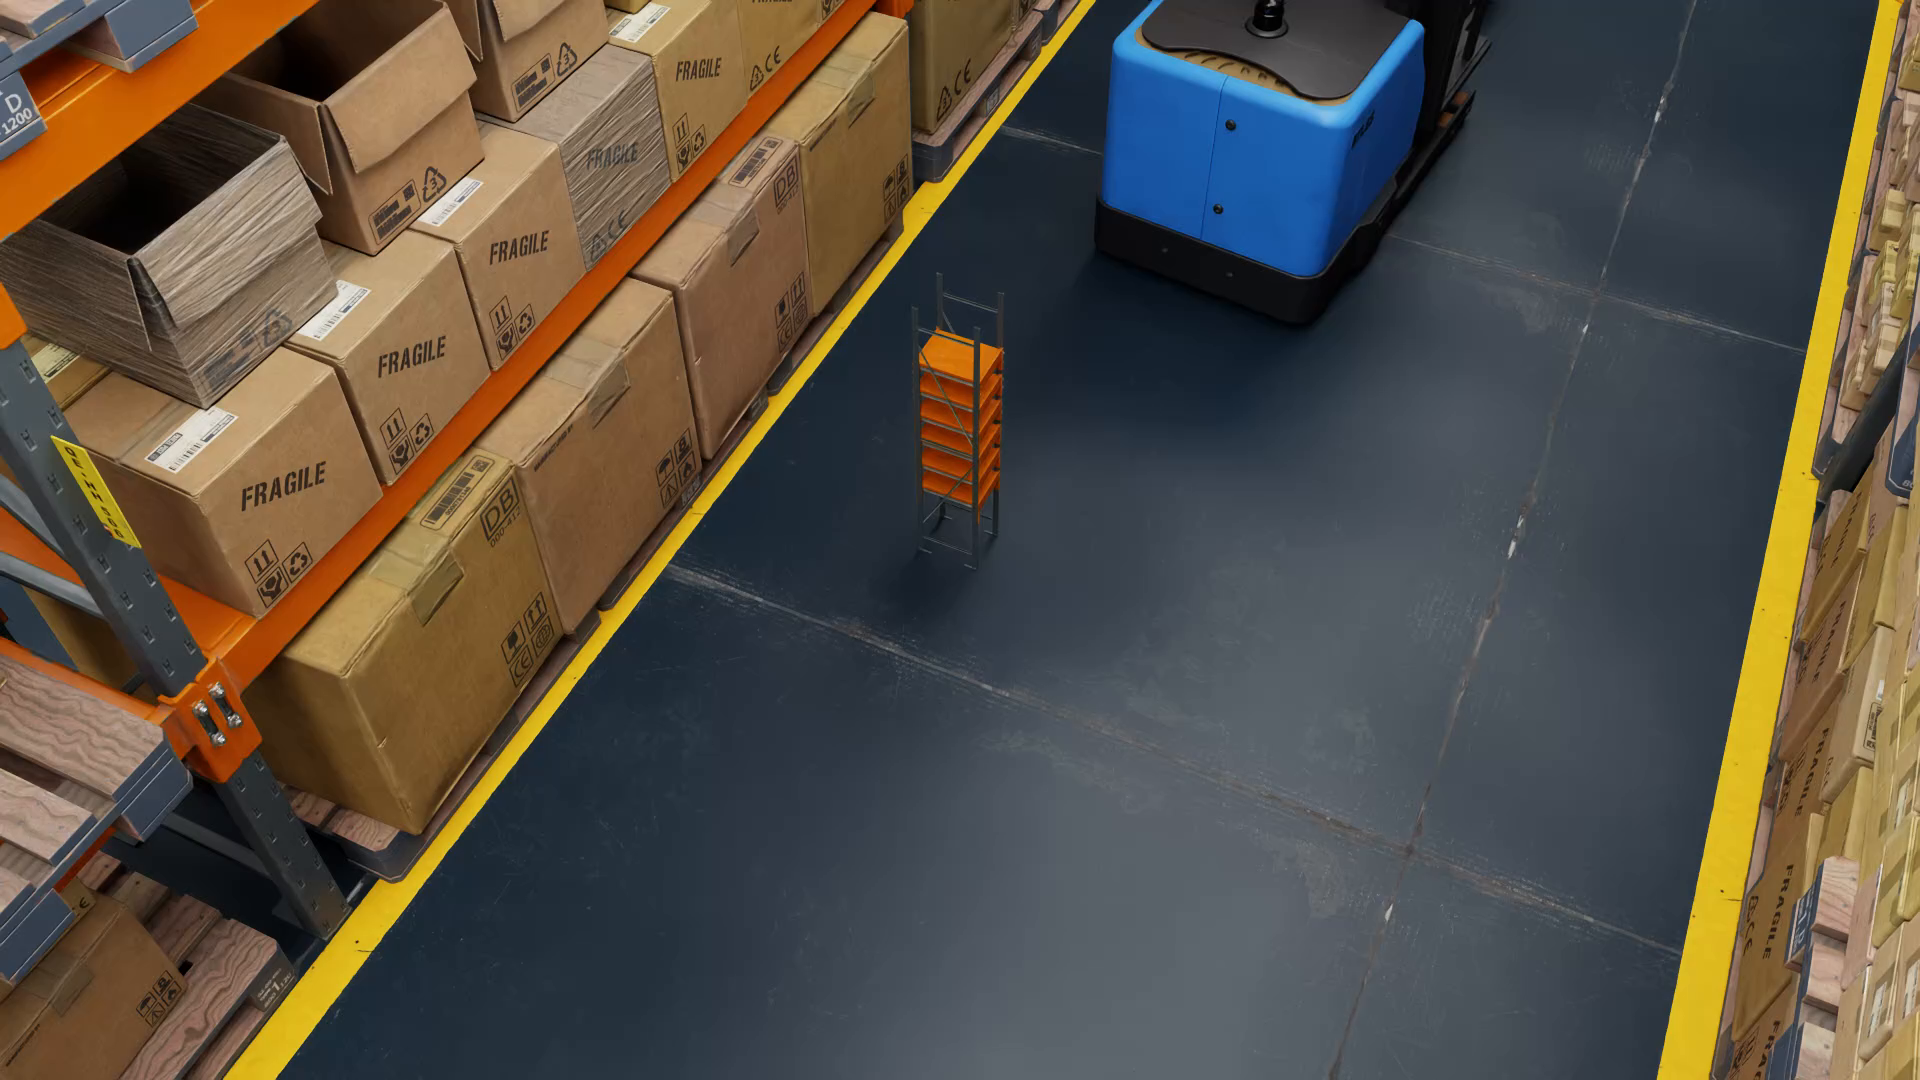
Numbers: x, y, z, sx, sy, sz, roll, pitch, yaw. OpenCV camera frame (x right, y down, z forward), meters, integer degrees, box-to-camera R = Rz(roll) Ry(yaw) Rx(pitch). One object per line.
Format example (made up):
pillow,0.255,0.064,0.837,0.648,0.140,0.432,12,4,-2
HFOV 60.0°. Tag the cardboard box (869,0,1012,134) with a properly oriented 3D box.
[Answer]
cardboard box,-0.332,-2.553,7.572,0.875,0.875,0.875,20,52,16

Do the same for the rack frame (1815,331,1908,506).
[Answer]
rack frame,3.755,-0.994,5.126,1.000,3.000,0.127,20,52,16

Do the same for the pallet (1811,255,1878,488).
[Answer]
pallet,4.010,-0.564,6.591,1.003,0.211,1.213,20,52,16

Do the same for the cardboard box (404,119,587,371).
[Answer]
cardboard box,-1.507,-0.911,4.990,0.500,0.500,0.500,19,52,15

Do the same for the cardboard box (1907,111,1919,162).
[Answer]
cardboard box,4.163,-1.650,6.890,0.380,0.149,0.250,18,52,15

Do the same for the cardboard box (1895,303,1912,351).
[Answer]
cardboard box,3.672,-0.728,6.106,0.380,0.149,0.250,21,53,17

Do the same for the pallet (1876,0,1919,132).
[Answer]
pallet,5.053,-2.244,8.021,1.003,0.211,1.213,20,52,16

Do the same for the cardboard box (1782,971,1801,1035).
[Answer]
cardboard box,2.307,1.284,4.061,0.500,0.250,0.500,20,53,17

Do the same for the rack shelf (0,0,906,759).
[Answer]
rack shelf,-1.541,-1.067,5.661,1.077,0.370,4.000,20,52,16

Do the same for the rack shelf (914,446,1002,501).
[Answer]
rack shelf,-0.006,-0.272,5.910,0.258,0.103,0.180,20,52,16

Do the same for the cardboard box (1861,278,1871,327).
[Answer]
cardboard box,3.856,-0.942,6.678,0.380,0.149,0.250,18,52,15

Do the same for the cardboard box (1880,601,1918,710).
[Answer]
cardboard box,2.394,0.335,3.884,0.380,0.149,0.250,21,53,17

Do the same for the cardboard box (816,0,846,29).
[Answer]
cardboard box,-0.639,-2.299,6.171,0.500,0.500,0.500,20,52,16

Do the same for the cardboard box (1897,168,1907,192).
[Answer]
cardboard box,4.229,-1.457,7.117,0.380,0.149,0.250,21,53,17

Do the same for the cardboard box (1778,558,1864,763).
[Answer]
cardboard box,2.975,0.468,5.248,0.500,0.500,0.500,22,53,18

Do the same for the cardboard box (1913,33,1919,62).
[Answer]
cardboard box,4.608,-2.271,7.613,0.380,0.149,0.250,21,53,17

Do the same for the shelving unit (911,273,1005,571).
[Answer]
shelving unit,-0.006,-0.379,5.785,0.258,1.200,0.189,20,52,16

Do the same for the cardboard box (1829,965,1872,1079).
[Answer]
cardboard box,1.949,1.046,3.279,0.380,0.149,0.250,20,52,16

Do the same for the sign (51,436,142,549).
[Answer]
sign,-1.900,-0.102,3.659,0.100,0.325,0.005,20,52,16

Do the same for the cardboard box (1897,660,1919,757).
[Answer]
cardboard box,2.284,0.412,3.624,0.380,0.149,0.250,19,52,16

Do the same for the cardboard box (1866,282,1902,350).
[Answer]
cardboard box,3.707,-0.813,6.373,0.380,0.149,0.250,18,52,14

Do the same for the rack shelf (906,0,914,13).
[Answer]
rack shelf,0.168,-3.821,8.004,1.077,0.370,4.000,20,52,16

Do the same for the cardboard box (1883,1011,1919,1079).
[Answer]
cardboard box,1.841,1.027,2.906,0.380,0.149,0.250,18,52,15

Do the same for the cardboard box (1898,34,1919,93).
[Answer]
cardboard box,4.605,-2.183,7.734,0.380,0.149,0.250,20,53,17

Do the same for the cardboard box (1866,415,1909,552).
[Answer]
cardboard box,3.201,-0.140,5.273,0.500,0.250,0.500,18,52,15

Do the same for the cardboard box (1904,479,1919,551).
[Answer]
cardboard box,2.618,-0.026,4.192,0.380,0.149,0.250,19,52,15

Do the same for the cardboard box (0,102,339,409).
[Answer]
cardboard box,-2.068,-0.778,4.219,0.797,0.503,0.637,21,53,17

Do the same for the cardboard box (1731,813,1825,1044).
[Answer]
cardboard box,2.528,1.171,4.650,0.500,0.500,0.500,18,52,14

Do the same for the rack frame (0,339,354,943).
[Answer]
rack frame,-2.395,0.077,4.215,1.000,3.000,0.127,20,52,16

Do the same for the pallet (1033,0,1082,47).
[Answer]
pallet,0.229,-3.115,8.762,1.003,0.211,1.213,20,52,16

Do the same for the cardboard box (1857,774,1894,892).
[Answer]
cardboard box,2.169,0.699,3.575,0.380,0.149,0.250,19,52,16

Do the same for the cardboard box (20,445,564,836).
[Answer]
cardboard box,-2.081,0.161,5.263,1.225,0.875,0.875,18,52,14

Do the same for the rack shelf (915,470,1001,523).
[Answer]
rack shelf,-0.006,-0.195,6.001,0.258,0.103,0.180,20,52,16

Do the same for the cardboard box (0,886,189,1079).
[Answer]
cardboard box,-2.663,1.213,4.601,0.700,0.500,0.500,17,52,14

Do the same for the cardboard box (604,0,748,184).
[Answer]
cardboard box,-1.074,-1.598,5.575,0.500,0.500,0.500,19,52,16

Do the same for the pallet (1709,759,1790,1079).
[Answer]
pallet,2.904,1.290,5.014,1.003,0.211,1.213,20,52,16

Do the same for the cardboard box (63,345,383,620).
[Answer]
cardboard box,-1.941,-0.201,4.386,0.500,0.500,0.500,21,53,17

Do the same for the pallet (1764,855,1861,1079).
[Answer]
pallet,2.255,1.297,3.302,1.213,0.211,1.003,20,52,16

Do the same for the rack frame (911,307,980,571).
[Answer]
rack frame,-0.045,-0.316,5.731,0.240,1.200,0.006,20,52,16

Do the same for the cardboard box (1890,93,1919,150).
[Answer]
cardboard box,4.397,-1.833,7.437,0.380,0.149,0.250,17,52,14

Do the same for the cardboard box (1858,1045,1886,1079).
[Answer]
cardboard box,1.846,1.121,3.020,0.380,0.149,0.250,21,53,17

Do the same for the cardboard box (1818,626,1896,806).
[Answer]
cardboard box,2.754,0.577,4.662,0.500,0.250,0.500,22,53,17

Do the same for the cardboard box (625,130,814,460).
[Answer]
cardboard box,-1.322,-1.062,6.303,1.225,0.875,0.875,18,52,15

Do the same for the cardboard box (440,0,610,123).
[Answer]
cardboard box,-1.507,-1.690,4.994,0.797,0.503,0.637,21,53,17

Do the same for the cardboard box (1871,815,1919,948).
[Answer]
cardboard box,2.068,0.755,3.332,0.380,0.149,0.250,21,53,17

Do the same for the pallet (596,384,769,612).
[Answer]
pallet,-1.468,-0.374,6.430,1.003,0.211,1.213,20,52,16

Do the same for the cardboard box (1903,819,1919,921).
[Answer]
cardboard box,2.062,0.674,3.206,0.380,0.149,0.250,21,53,17

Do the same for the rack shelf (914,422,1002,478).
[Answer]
rack shelf,-0.006,-0.350,5.818,0.258,0.103,0.180,20,52,16

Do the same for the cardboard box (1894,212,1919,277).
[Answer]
cardboard box,3.845,-1.091,6.414,0.380,0.149,0.250,19,52,16

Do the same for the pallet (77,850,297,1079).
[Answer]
pallet,-2.730,1.519,4.819,1.003,0.211,1.213,20,52,16

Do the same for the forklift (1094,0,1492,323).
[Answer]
forklift,1.783,-2.967,6.850,1.130,2.935,3.031,25,54,20
